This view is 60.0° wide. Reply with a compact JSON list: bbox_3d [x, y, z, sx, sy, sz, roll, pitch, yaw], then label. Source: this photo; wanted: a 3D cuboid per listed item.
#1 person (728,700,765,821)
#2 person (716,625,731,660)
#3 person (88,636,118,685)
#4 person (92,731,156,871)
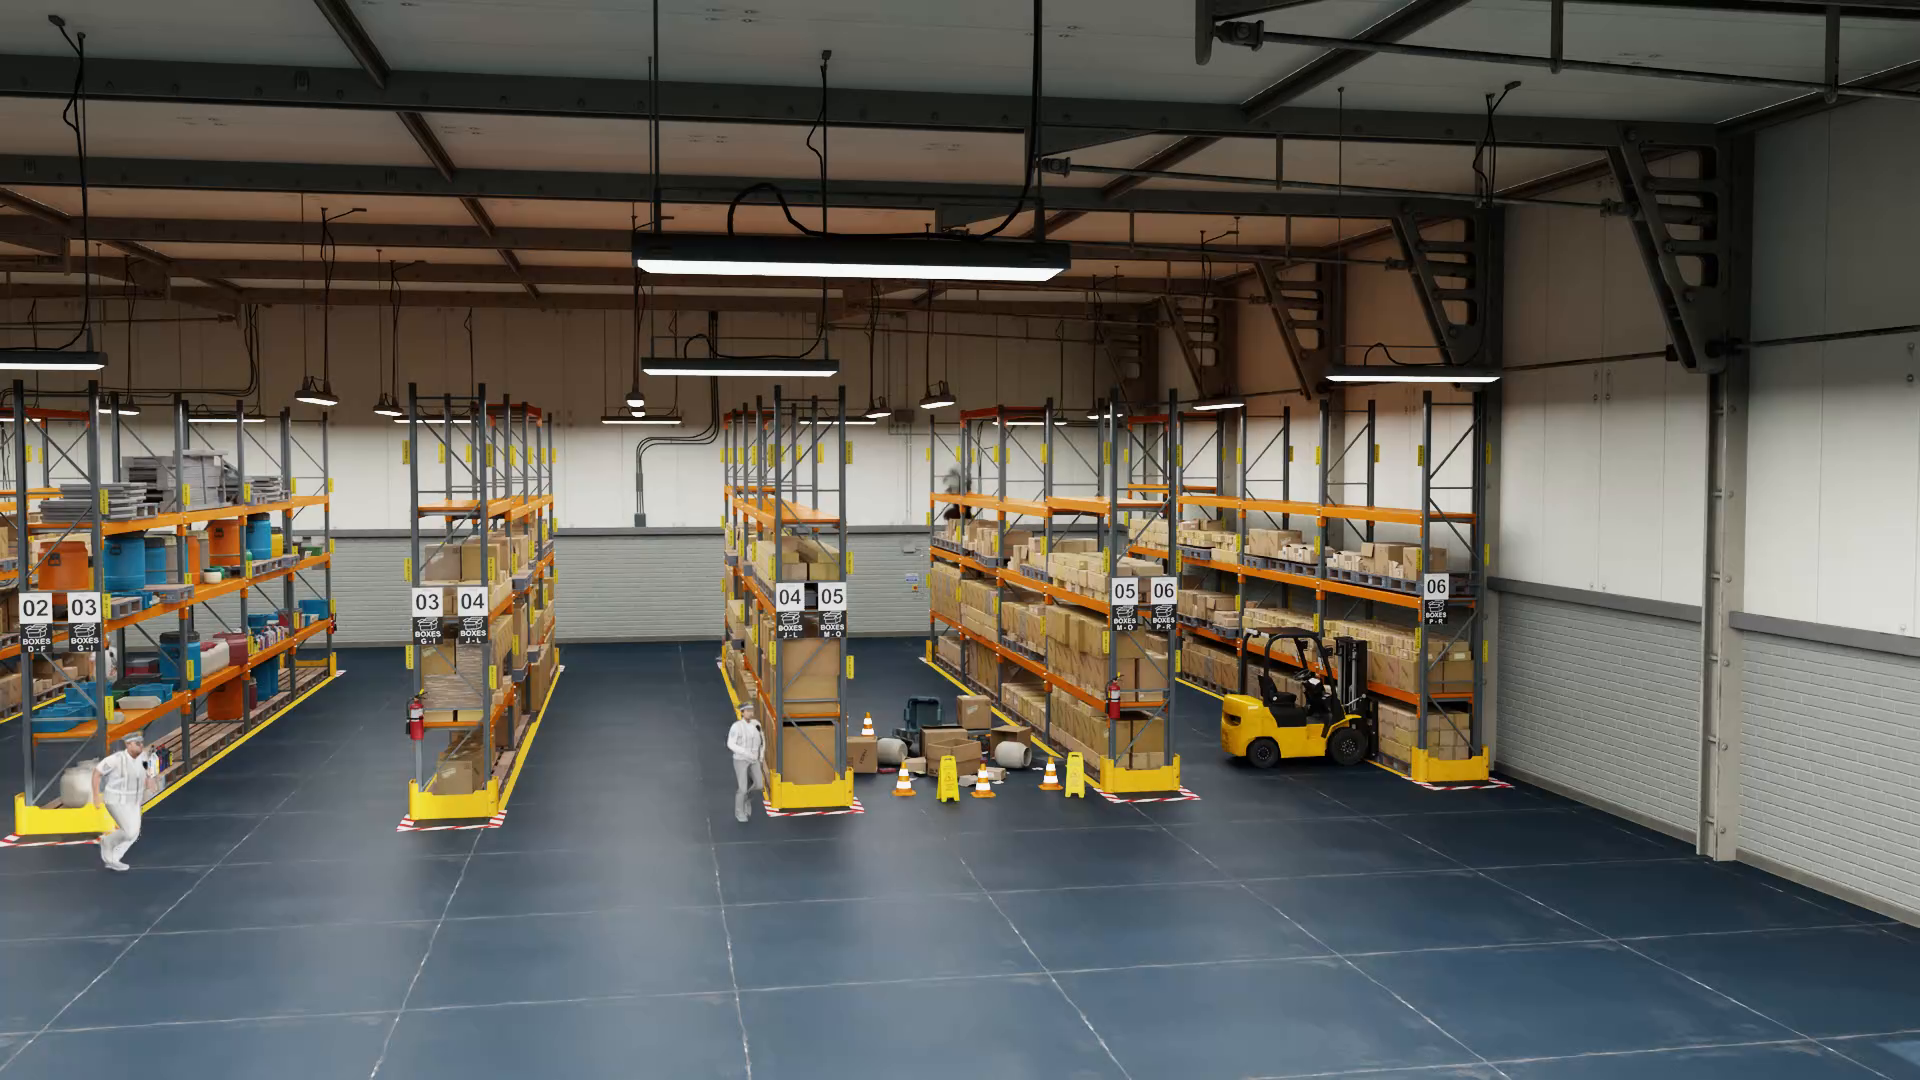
[{"bbox_3d":[-2.874,3.022,22.795,0.655,1.668,0.555,-2,4,-37],"label":"person"},{"bbox_3d":[-5.654,2.135,40.771,0.667,1.615,0.871,0,3,-4],"label":"person"},{"bbox_3d":[-16.177,2.600,31.468,0.592,1.616,0.588,-1,3,-24],"label":"person"},{"bbox_3d":[-9.986,3.126,19.985,0.677,1.693,0.627,1,3,13],"label":"person"}]
